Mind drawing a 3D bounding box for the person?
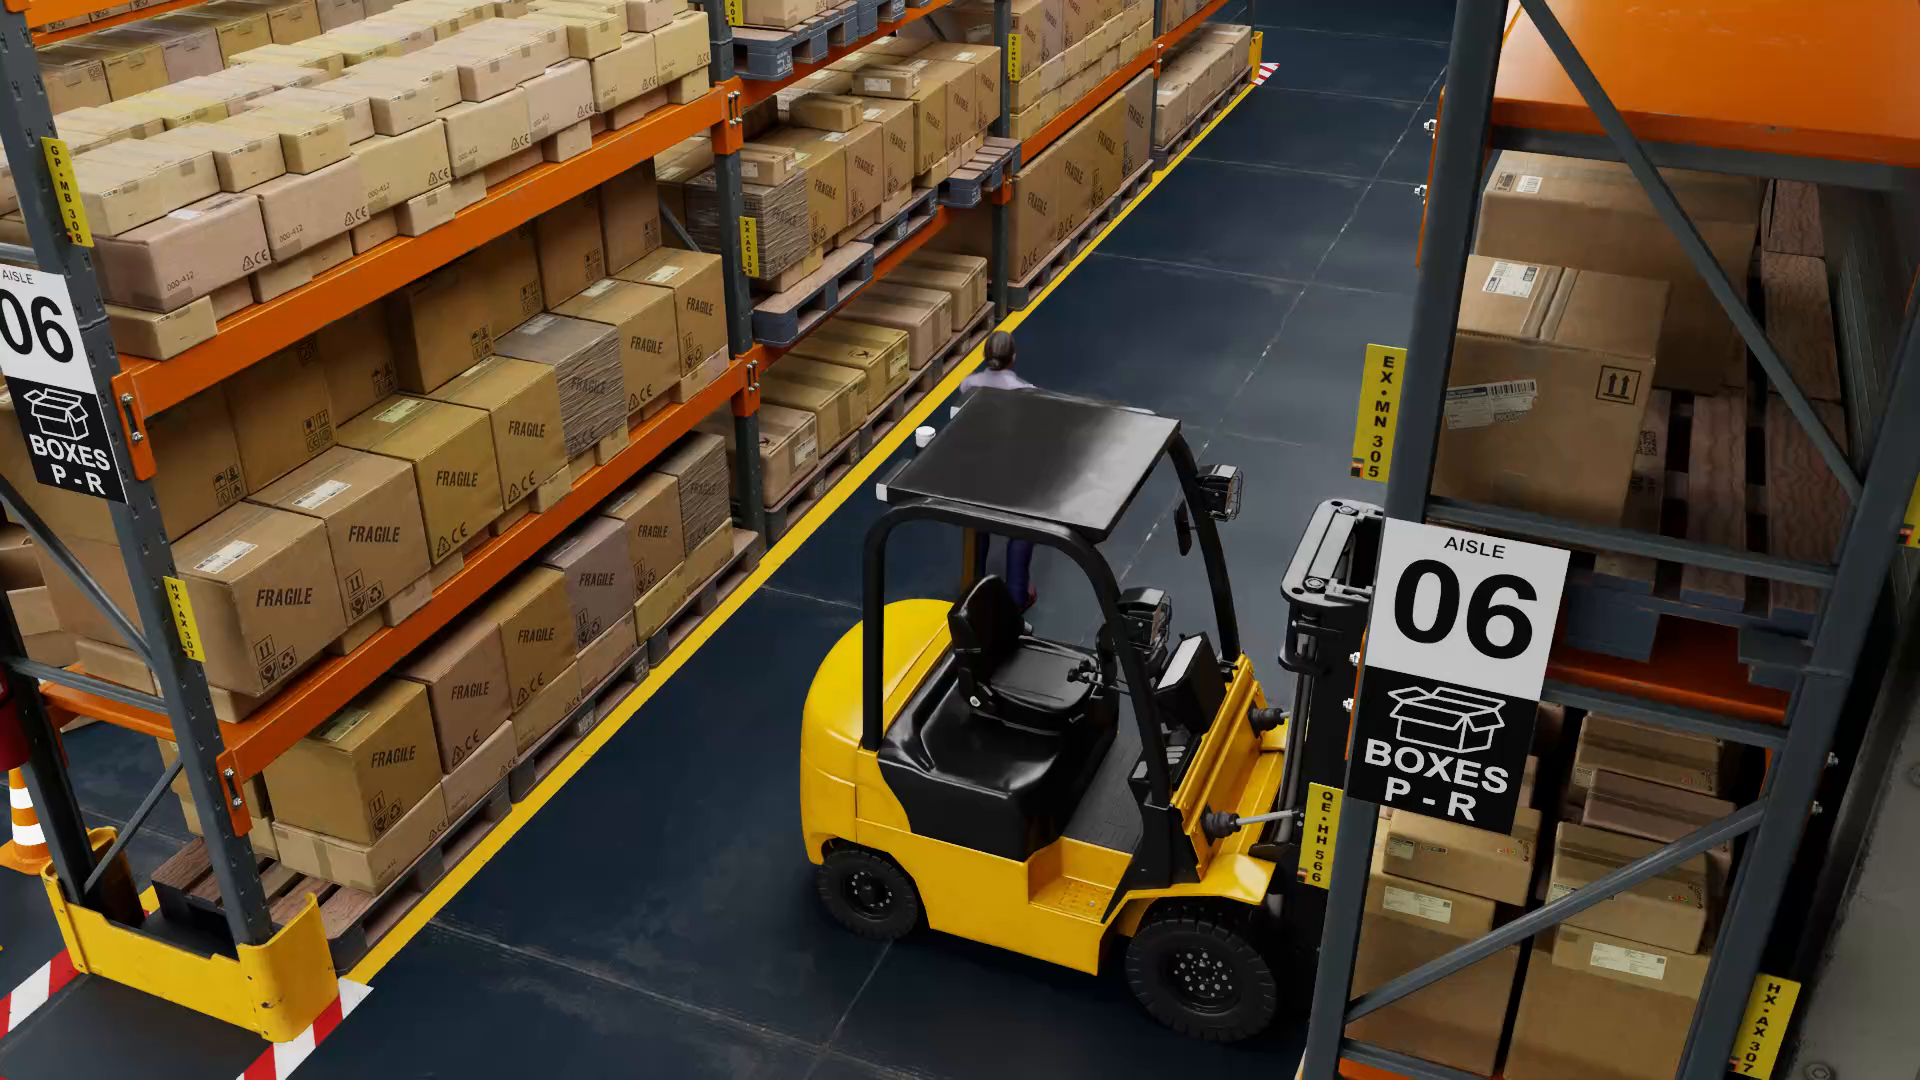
[{"bbox_3d":[0.237,-0.405,9.124,0.435,1.646,0.534,11,32,18],"label":"person"}]
